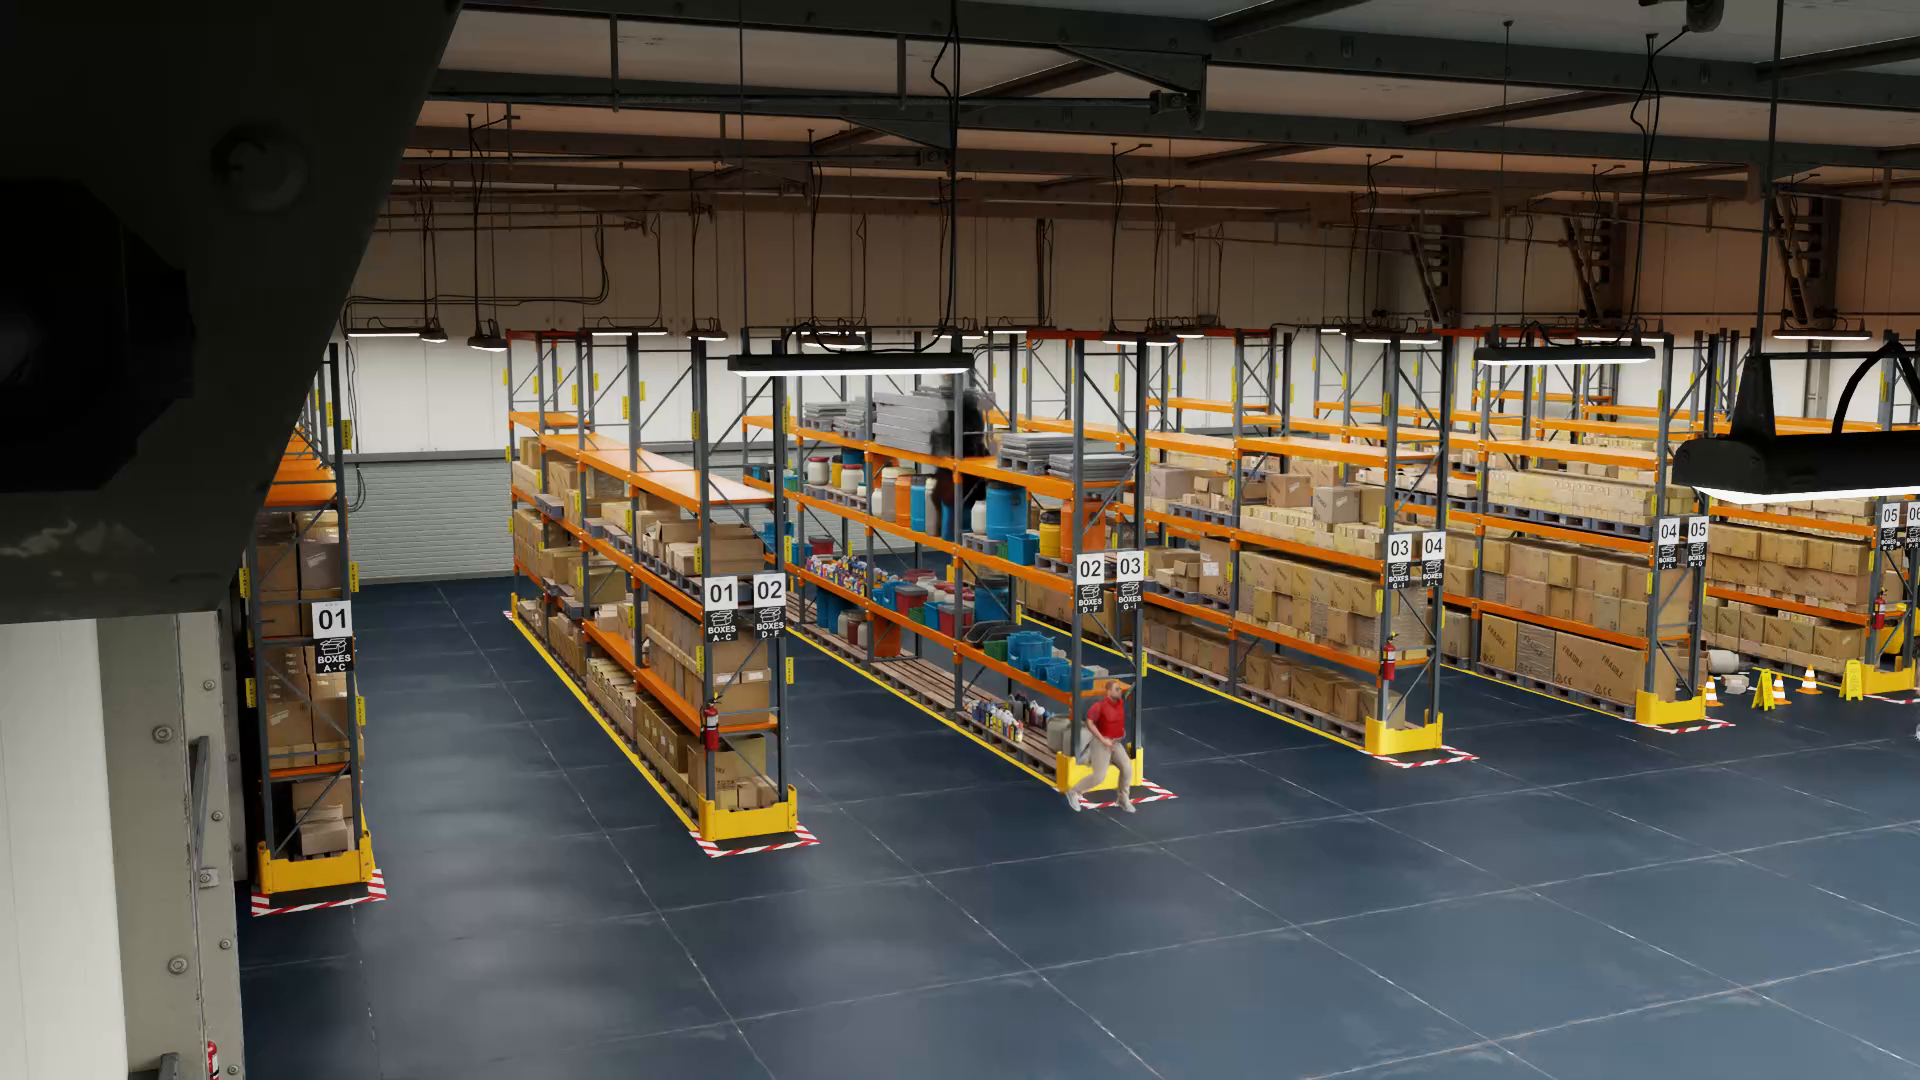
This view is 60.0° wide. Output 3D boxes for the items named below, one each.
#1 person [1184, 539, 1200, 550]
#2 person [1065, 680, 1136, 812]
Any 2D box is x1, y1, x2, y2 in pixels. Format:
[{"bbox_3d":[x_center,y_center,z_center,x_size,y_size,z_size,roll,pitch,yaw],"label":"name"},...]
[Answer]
[{"bbox_3d":[5.915,-0.282,42.236,0.972,1.770,0.701,-4,9,-29],"label":"person"},{"bbox_3d":[1.843,2.647,21.208,0.736,1.737,0.898,6,10,38],"label":"person"}]
